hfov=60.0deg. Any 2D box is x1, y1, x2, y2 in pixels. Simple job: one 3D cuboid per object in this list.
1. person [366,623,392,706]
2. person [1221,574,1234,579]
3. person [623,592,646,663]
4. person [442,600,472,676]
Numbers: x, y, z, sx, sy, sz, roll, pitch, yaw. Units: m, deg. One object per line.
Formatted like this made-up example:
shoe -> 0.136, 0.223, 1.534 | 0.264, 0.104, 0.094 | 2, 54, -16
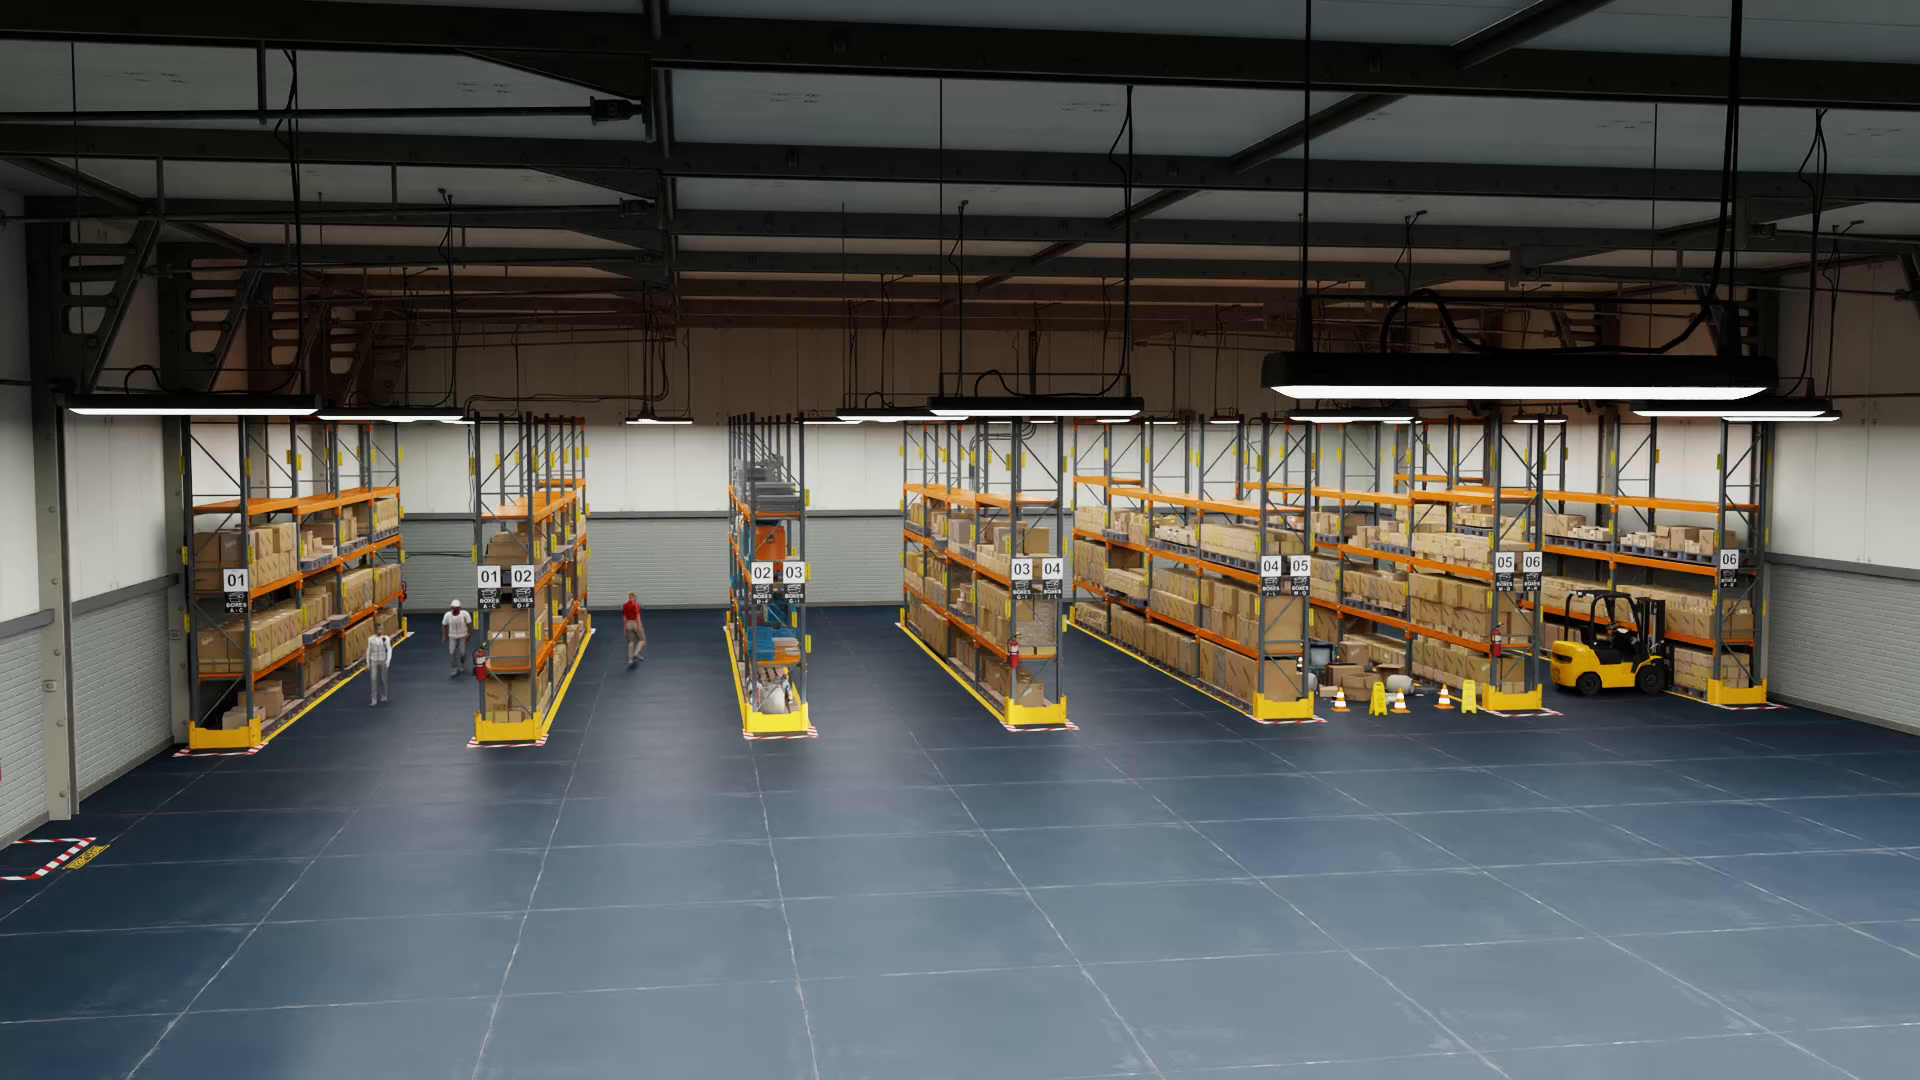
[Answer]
person -> -12.049, 2.561, 34.485 | 0.516, 1.672, 0.718 | -1, 4, -18
person -> 8.310, 1.380, 51.329 | 0.803, 1.698, 0.541 | -2, 4, -29
person -> -7.907, 2.119, 40.205 | 0.590, 1.702, 0.493 | 1, 4, 10
person -> -11.657, 2.239, 38.546 | 0.672, 1.746, 0.619 | -1, 4, -10
